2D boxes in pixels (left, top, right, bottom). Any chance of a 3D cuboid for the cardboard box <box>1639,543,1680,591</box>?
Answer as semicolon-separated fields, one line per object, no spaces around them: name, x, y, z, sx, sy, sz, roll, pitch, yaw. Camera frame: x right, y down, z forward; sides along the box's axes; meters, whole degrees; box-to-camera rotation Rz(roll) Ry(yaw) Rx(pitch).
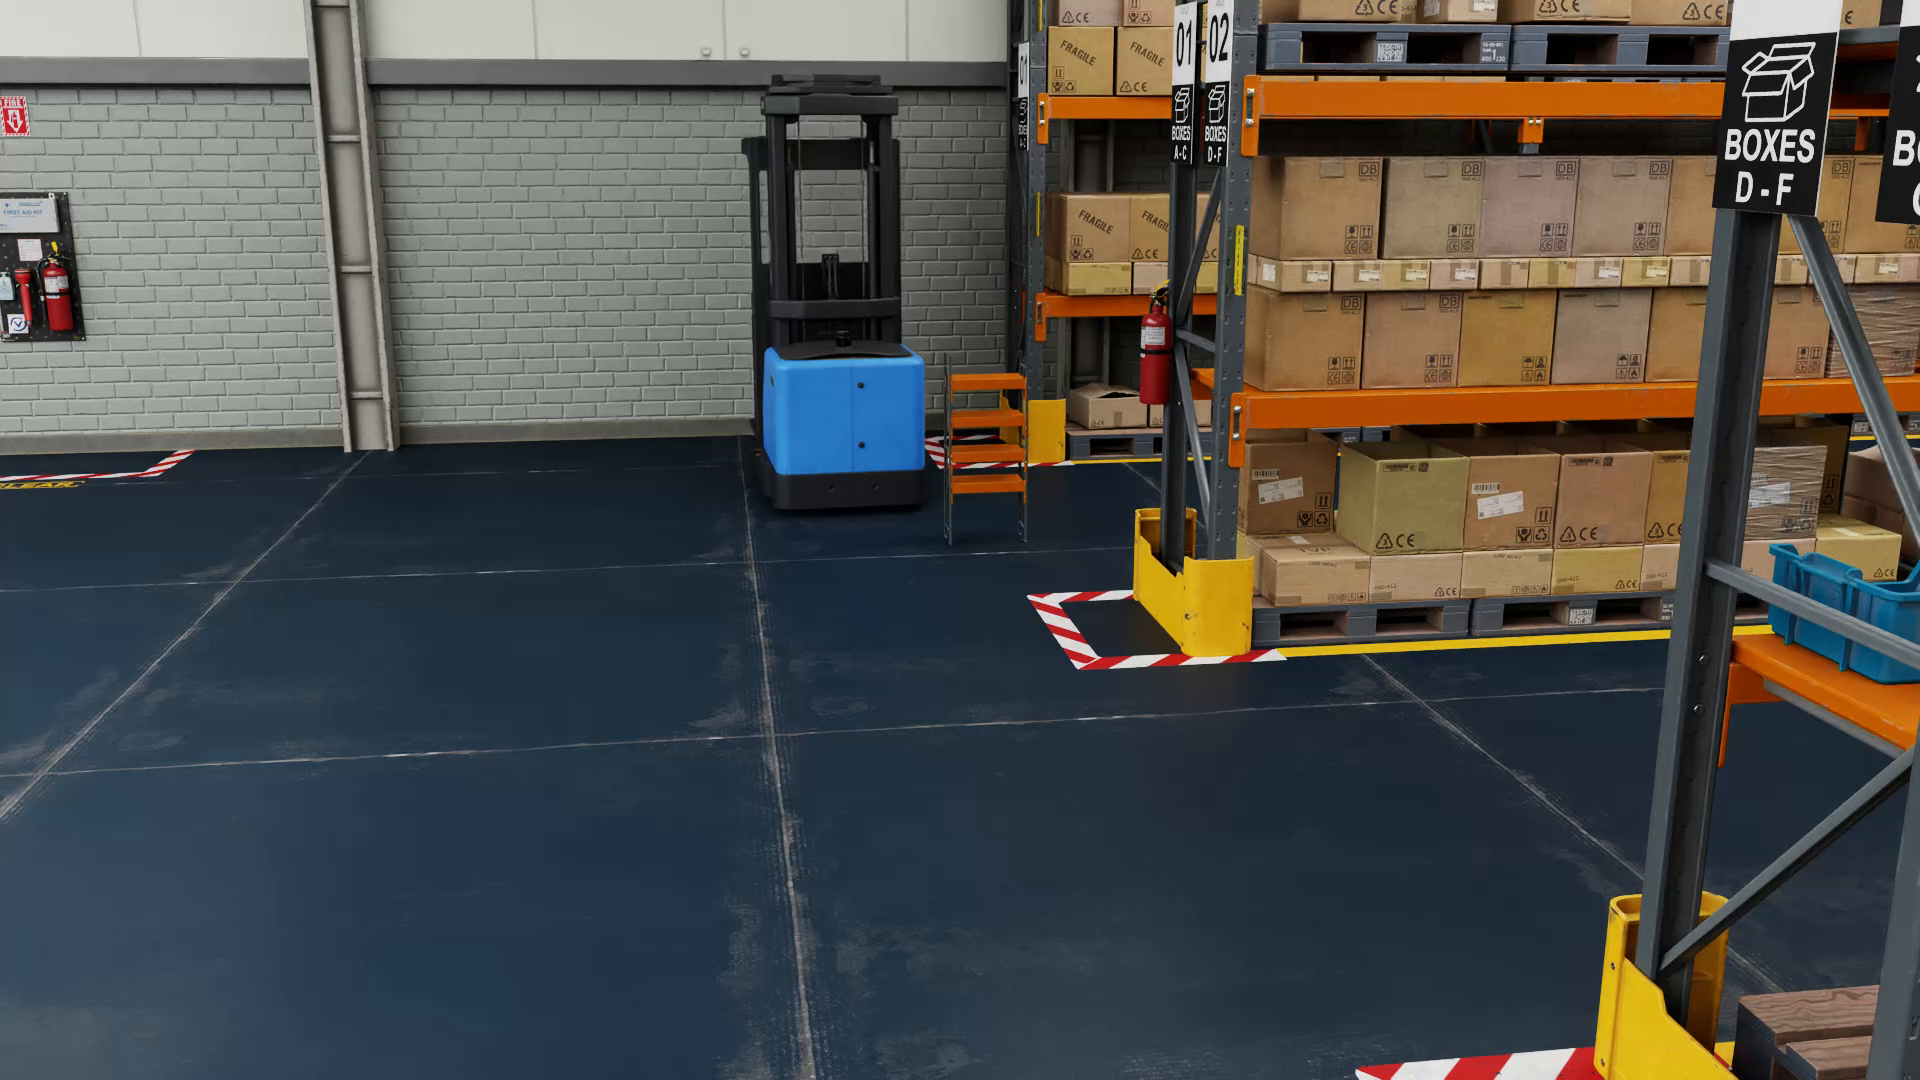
cardboard box;3.795;0.082;9.018;0.500;0.250;0.500;-2;14;-8

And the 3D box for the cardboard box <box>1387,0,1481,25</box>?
cardboard box;2.353;-2.769;8.587;0.500;0.250;0.500;-2;14;-8

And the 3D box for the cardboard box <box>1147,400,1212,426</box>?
cardboard box;1.773;-1.135;13.702;0.500;0.311;0.500;-1;14;-4

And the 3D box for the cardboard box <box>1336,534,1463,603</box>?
cardboard box;2.311;0.135;8.805;0.500;0.250;0.500;-2;14;-8

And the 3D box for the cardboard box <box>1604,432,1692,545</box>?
cardboard box;3.793;-0.285;8.939;0.500;0.500;0.500;-2;14;-8

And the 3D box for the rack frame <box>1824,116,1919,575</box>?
rack frame;5.209;-1.155;9.160;0.127;3.000;1.000;-2;14;-8

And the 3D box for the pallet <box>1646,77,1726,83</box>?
pallet;6.119;-3.745;13.709;1.003;0.211;1.213;-2;14;-8

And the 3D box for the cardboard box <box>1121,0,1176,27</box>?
cardboard box;1.432;-4.161;12.678;0.500;0.500;0.500;-2;14;-9

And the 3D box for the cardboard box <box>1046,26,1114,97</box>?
cardboard box;0.880;-3.666;12.762;0.500;0.500;0.500;-2;14;-7

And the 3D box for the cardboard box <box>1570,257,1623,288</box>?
cardboard box;3.194;-1.391;8.563;0.250;0.149;0.380;-2;14;-8

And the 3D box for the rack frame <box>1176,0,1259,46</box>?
rack frame;1.253;-3.920;7.852;0.127;3.000;1.000;-2;14;-8

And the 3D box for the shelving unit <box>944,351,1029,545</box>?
shelving unit;0.164;-0.588;10.600;0.503;1.200;0.258;-2;14;-8

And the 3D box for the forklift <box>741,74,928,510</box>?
forklift;-1.024;-1.935;12.413;1.130;2.935;3.031;-3;14;-11

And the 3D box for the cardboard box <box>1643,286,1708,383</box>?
cardboard box;3.754;-1.148;8.927;0.500;0.500;0.700;-2;14;-7

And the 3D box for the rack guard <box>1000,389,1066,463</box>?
rack guard;0.587;-0.992;13.648;0.348;0.500;1.175;-2;14;-8

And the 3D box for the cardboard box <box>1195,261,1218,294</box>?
cardboard box;2.058;-2.119;13.271;0.500;0.250;0.500;-2;14;-9

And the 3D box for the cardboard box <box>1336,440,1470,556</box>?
cardboard box;2.311;-0.228;8.713;0.500;0.500;0.500;-2;14;-8

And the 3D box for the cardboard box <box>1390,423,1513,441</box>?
cardboard box;2.726;-0.374;9.296;0.500;0.500;0.500;-2;14;-8

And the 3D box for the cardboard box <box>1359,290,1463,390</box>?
cardboard box;2.236;-1.092;8.706;0.500;0.500;0.700;-2;14;-7

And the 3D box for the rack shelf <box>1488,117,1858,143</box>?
rack shelf;6.445;-3.525;13.922;4.000;0.370;1.077;-2;14;-8

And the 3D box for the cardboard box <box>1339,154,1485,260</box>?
cardboard box;2.289;-1.724;8.556;0.500;0.500;0.700;-2;14;-10

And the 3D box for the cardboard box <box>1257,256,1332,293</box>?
cardboard box;1.674;-1.335;8.341;0.250;0.149;0.380;-2;14;-9

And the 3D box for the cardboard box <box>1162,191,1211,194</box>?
cardboard box;1.956;-2.606;13.672;0.500;0.500;0.500;-2;14;-10

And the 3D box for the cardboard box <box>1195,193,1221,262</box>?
cardboard box;2.031;-2.480;13.169;0.500;0.500;0.500;-3;14;-10

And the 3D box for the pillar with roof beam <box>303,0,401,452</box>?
pillar with roof beam;-4.217;-4.092;8.538;0.400;9.000;9.100;-2;14;-8

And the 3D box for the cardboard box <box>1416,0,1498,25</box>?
cardboard box;2.443;-2.615;8.181;0.250;0.149;0.380;-2;14;-8

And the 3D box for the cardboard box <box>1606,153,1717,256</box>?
cardboard box;3.776;-1.778;8.774;0.500;0.500;0.700;-2;14;-8

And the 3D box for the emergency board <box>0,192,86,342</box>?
emergency board;-7.307;-2.137;13.076;0.643;1.169;0.194;-2;14;-8

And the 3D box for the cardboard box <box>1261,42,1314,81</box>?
cardboard box;2.456;-3.722;12.982;0.500;0.500;0.500;-1;14;-5

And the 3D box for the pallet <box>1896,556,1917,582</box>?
pallet;5.932;0.162;9.643;1.213;0.211;1.003;-2;14;-8

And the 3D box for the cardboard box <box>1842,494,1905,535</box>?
cardboard box;5.576;-0.110;9.781;0.500;0.250;0.500;-2;14;-9

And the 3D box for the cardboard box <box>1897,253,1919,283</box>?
cardboard box;4.972;-1.457;8.824;0.250;0.149;0.380;-2;14;-8

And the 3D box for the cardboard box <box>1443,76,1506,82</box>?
cardboard box;4.002;-3.782;13.221;0.500;0.500;0.500;-2;14;-7

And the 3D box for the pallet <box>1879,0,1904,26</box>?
pallet;2.820;-1.188;3.514;1.213;0.211;1.003;-2;14;-8

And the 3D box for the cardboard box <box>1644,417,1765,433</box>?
cardboard box;4.210;-0.427;9.506;0.500;0.500;0.500;-2;14;-8

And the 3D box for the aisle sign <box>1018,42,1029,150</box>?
aisle sign;0.485;-3.387;12.718;0.004;0.787;0.394;-2;14;-8

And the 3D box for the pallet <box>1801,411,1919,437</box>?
pallet;7.650;-1.111;14.717;1.213;0.211;1.003;-2;14;-8

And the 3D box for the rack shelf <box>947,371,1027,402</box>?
rack shelf;0.164;-0.969;10.504;0.480;0.148;0.258;-2;14;-8

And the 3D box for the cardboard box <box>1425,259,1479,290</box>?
cardboard box;2.431;-1.363;8.451;0.250;0.149;0.380;-2;14;-9

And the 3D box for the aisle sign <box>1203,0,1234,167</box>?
aisle sign;1.234;-2.195;7.963;0.004;0.787;0.394;-2;14;-8

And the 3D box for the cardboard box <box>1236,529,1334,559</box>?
cardboard box;1.740;0.030;9.226;0.500;0.250;0.500;-2;14;-8

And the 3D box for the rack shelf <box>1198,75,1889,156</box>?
rack shelf;3.231;-2.188;8.594;4.000;0.370;1.077;-2;14;-8

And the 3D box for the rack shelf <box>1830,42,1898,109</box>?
rack shelf;3.965;-0.997;3.842;4.000;0.370;1.077;-2;14;-8

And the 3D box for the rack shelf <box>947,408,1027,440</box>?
rack shelf;0.164;-0.740;10.562;0.480;0.148;0.258;-2;14;-8

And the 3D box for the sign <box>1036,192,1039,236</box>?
sign;0.593;-2.491;12.707;0.005;0.325;0.100;-2;14;-8

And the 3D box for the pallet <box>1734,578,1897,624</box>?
pallet;4.416;0.216;9.425;1.213;0.211;1.003;-2;14;-8

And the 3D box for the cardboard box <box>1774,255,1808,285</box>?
cardboard box;4.209;-1.428;8.711;0.250;0.149;0.380;-2;14;-8

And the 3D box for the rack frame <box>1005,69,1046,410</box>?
rack frame;0.512;-2.201;13.333;0.127;3.000;1.000;-2;14;-8
